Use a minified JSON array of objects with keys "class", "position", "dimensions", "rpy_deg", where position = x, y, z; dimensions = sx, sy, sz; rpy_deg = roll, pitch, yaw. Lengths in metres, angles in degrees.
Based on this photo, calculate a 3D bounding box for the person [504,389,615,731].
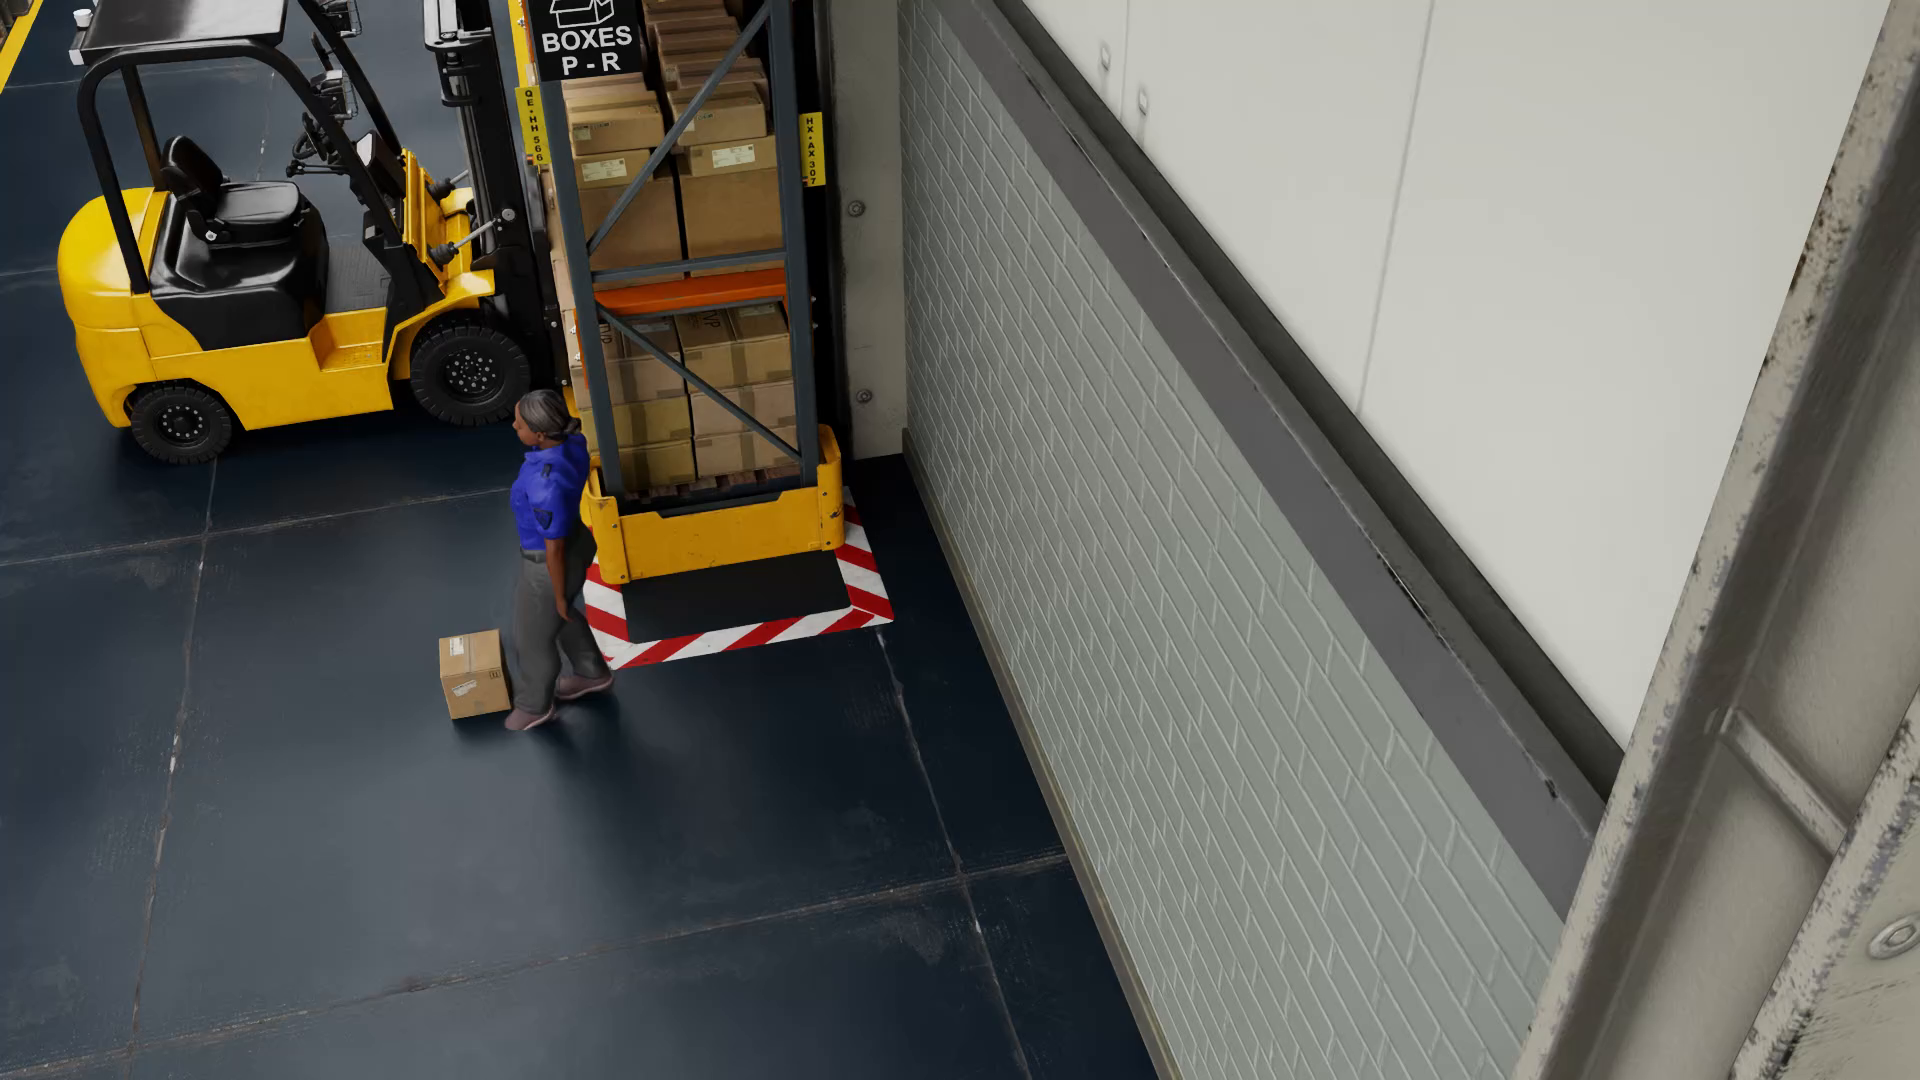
[{"class":"person","position":[-1.686,0.107,6.635],"dimensions":[0.581,1.731,0.489],"rpy_deg":[4,39,5]}]
